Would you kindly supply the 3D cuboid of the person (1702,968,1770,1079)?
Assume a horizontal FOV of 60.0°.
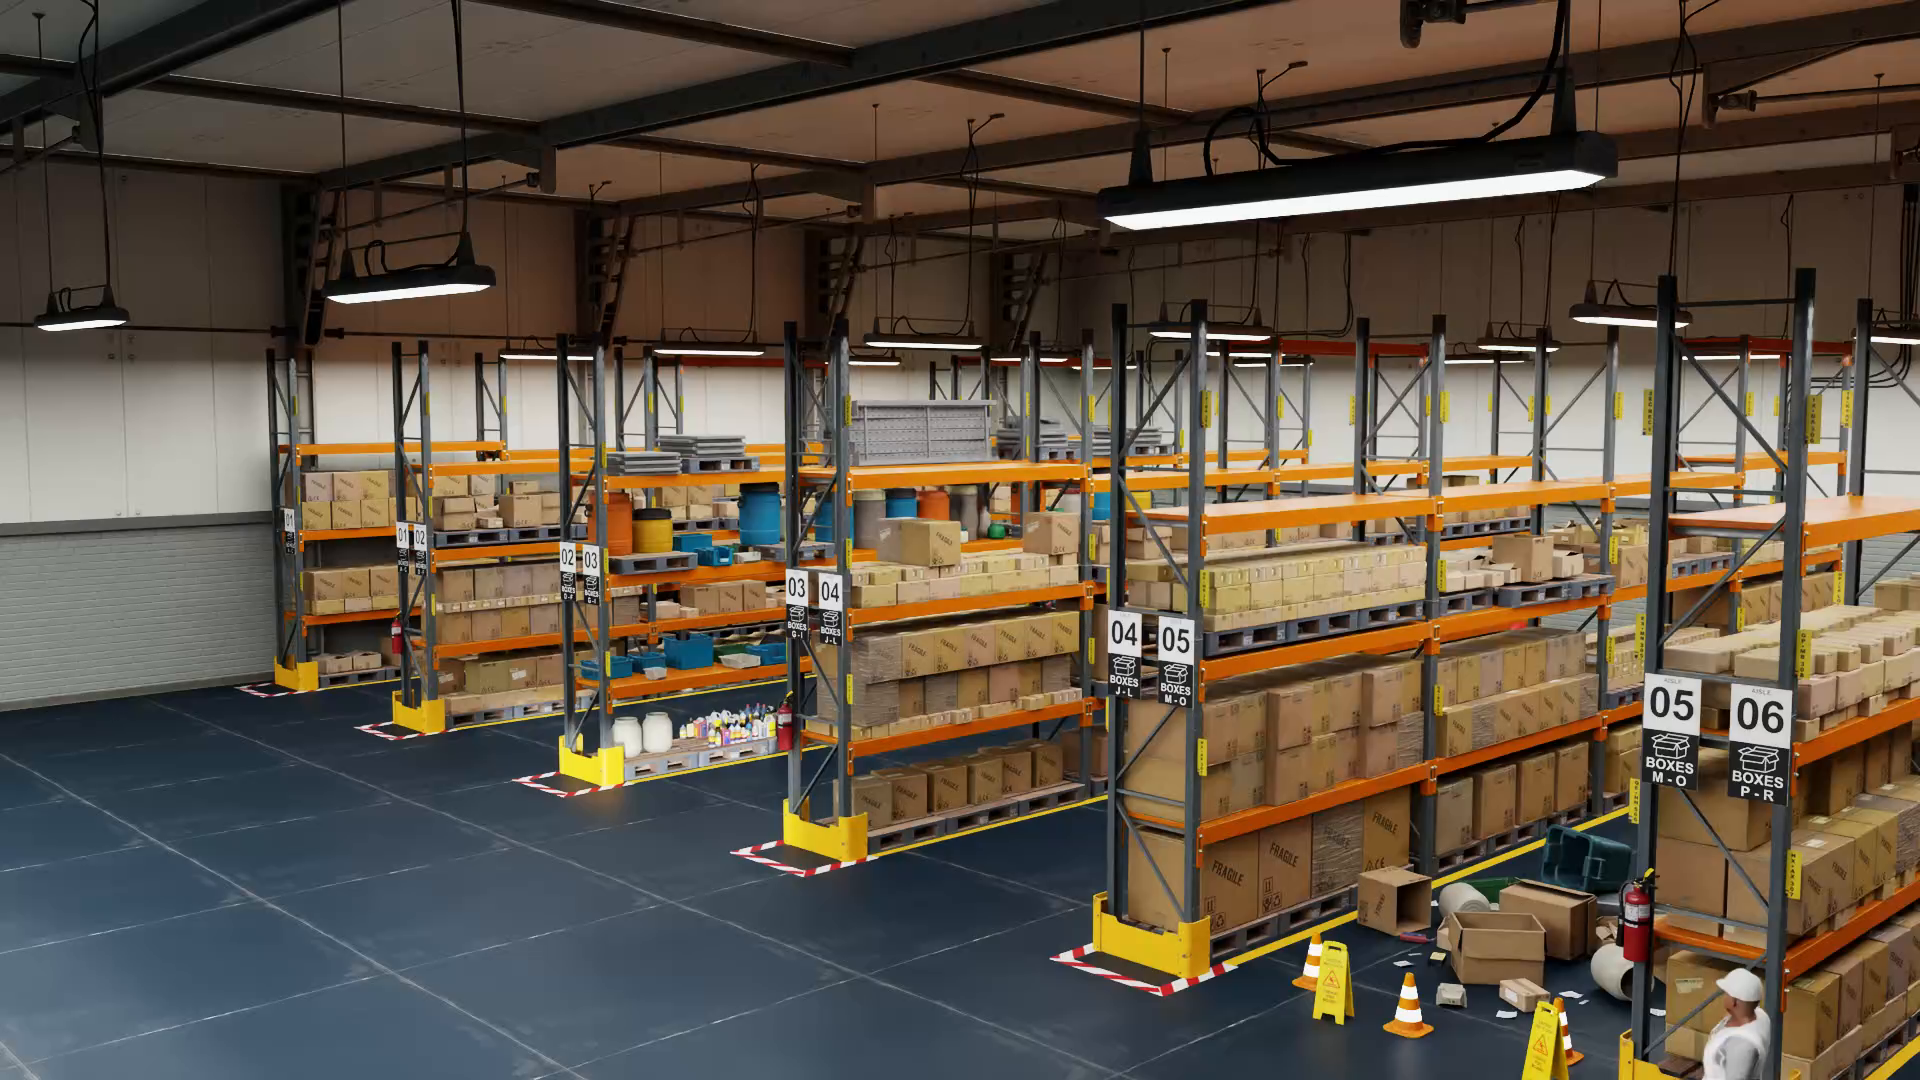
[{"bbox_3d":[4.603,3.410,9.919,0.498,1.784,0.646,2,5,20],"label":"person"}]
